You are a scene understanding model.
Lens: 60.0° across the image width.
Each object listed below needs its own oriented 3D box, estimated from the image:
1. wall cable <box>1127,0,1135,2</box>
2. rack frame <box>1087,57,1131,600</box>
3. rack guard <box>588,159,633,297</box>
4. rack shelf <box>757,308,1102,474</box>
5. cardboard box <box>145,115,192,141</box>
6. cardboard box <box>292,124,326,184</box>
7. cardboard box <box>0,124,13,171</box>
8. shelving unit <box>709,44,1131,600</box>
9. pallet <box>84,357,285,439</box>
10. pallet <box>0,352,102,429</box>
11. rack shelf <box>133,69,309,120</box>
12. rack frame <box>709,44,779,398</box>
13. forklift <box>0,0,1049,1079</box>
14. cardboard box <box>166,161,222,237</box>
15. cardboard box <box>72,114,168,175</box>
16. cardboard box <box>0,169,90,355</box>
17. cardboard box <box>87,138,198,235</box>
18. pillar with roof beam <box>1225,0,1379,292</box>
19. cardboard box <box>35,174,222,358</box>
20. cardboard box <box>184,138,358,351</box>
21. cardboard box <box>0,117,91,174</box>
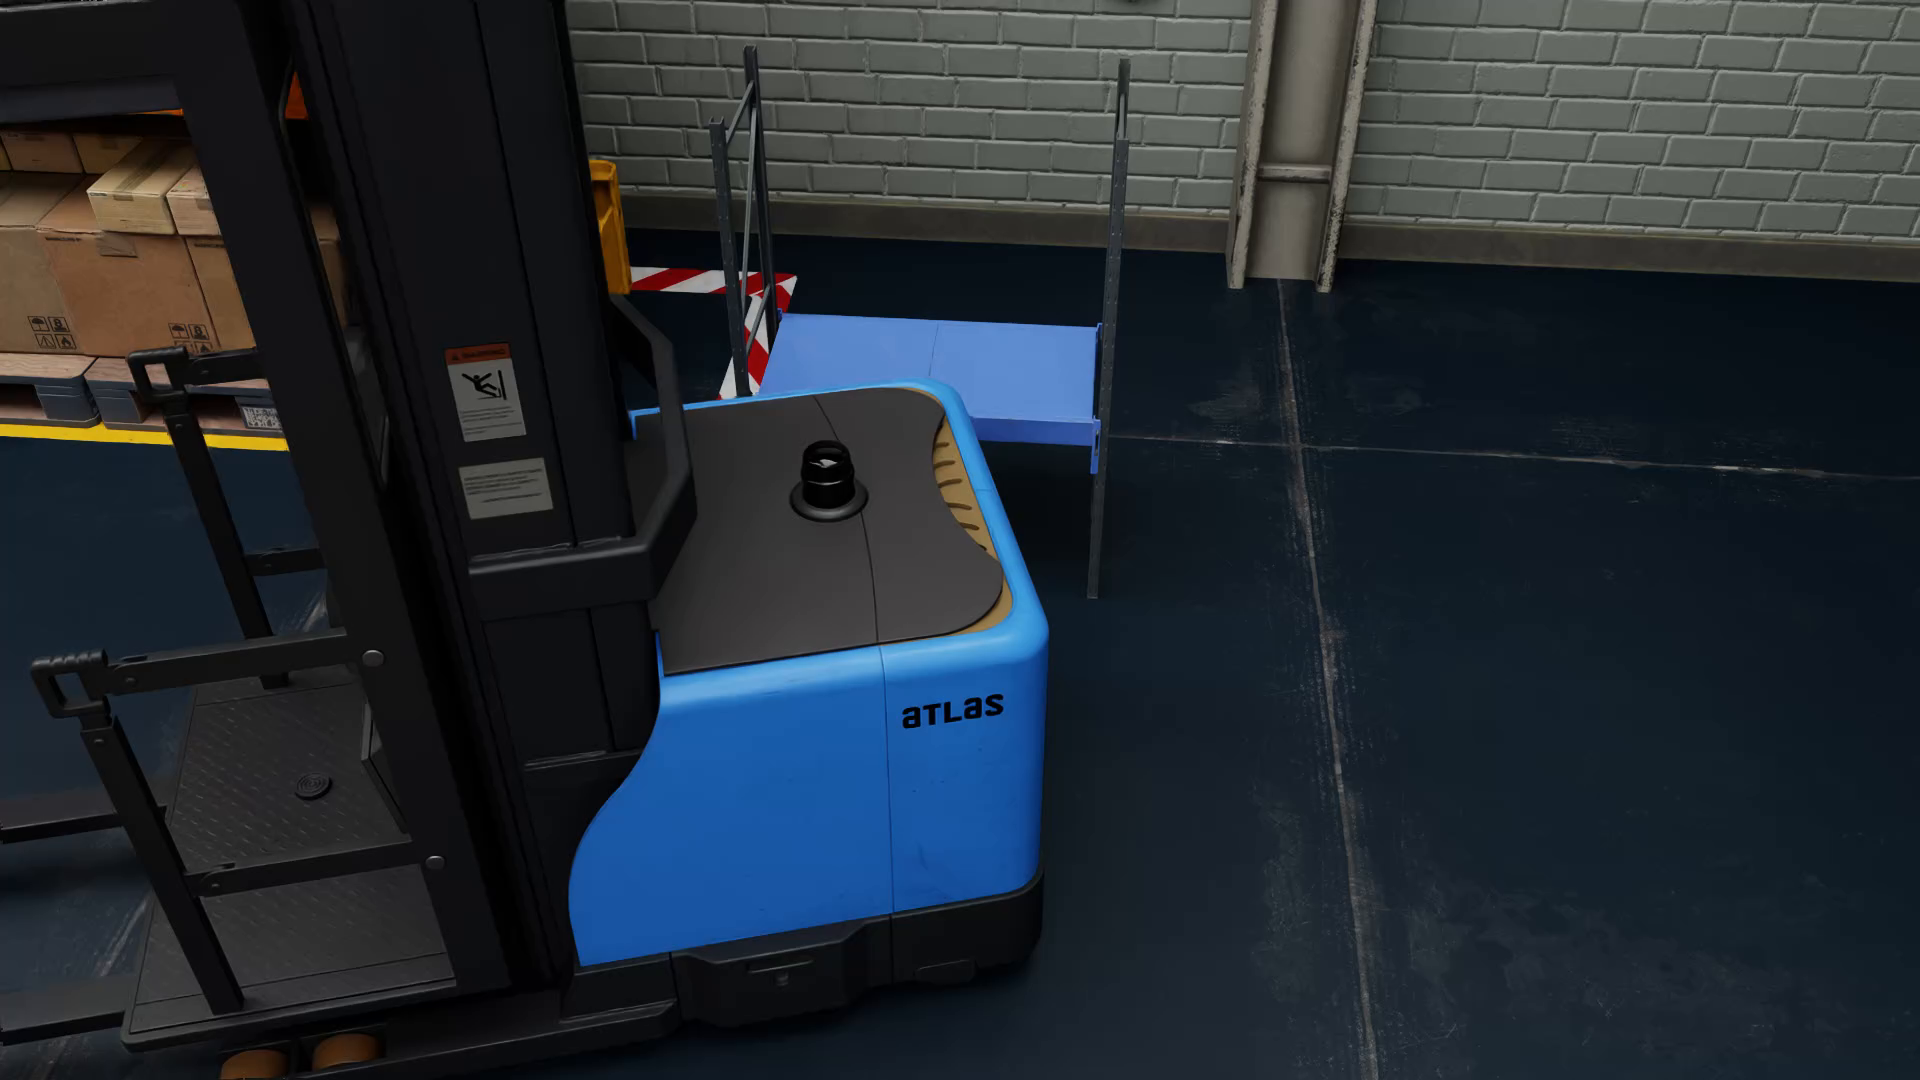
[{"bbox_3d":[-0.155,-2.750,5.447,1.851,1.984,0.084,3,39,4],"label":"wall cable"},{"bbox_3d":[0.421,-0.559,4.748,0.032,1.500,0.500,3,39,4],"label":"rack frame"},{"bbox_3d":[-1.488,-0.860,5.910,0.348,0.500,1.175,3,39,4],"label":"rack guard"},{"bbox_3d":[-0.085,-0.447,4.896,1.000,0.185,0.538,3,39,4],"label":"rack shelf"},{"bbox_3d":[-2.581,-1.397,5.724,0.250,0.149,0.380,3,39,4],"label":"cardboard box"},{"bbox_3d":[-2.076,-1.370,5.690,0.250,0.149,0.380,3,39,4],"label":"cardboard box"},{"bbox_3d":[-3.340,-1.438,5.774,0.250,0.149,0.380,4,39,4],"label":"cardboard box"},{"bbox_3d":[-0.085,-0.586,4.782,1.048,1.500,0.538,3,39,4],"label":"shelving unit"},{"bbox_3d":[-2.316,-0.743,5.996,1.213,0.211,1.003,3,39,4],"label":"pallet"},{"bbox_3d":[-3.528,-0.811,6.080,1.213,0.211,1.003,3,39,4],"label":"pallet"},{"bbox_3d":[-3.505,-1.660,5.484,4.000,0.370,1.077,3,39,4],"label":"rack shelf"},{"bbox_3d":[-0.591,-0.614,4.816,0.032,1.500,0.500,3,39,4],"label":"rack frame"},{"bbox_3d":[-1.376,-0.222,3.201,3.031,2.935,1.130,-8,40,-9],"label":"forklift"},{"bbox_3d":[-2.362,-1.143,5.412,0.250,0.149,0.380,3,39,3],"label":"cardboard box"},{"bbox_3d":[-2.831,-1.411,5.741,0.250,0.149,0.380,3,39,4],"label":"cardboard box"},{"bbox_3d":[-3.218,-1.053,5.815,0.500,0.500,0.700,2,39,2],"label":"cardboard box"},{"bbox_3d":[-2.617,-1.157,5.428,0.250,0.149,0.380,4,39,5],"label":"cardboard box"},{"bbox_3d":[0.881,-1.847,0.390,0.400,9.000,9.100,3,39,4],"label":"pillar with roof beam"},{"bbox_3d":[-2.717,-1.026,5.782,0.500,0.500,0.700,3,39,4],"label":"cardboard box"},{"bbox_3d":[-2.218,-0.999,5.749,0.500,0.500,0.700,3,39,4],"label":"cardboard box"},{"bbox_3d":[-3.084,-1.424,5.757,0.250,0.149,0.380,4,39,4],"label":"cardboard box"}]
